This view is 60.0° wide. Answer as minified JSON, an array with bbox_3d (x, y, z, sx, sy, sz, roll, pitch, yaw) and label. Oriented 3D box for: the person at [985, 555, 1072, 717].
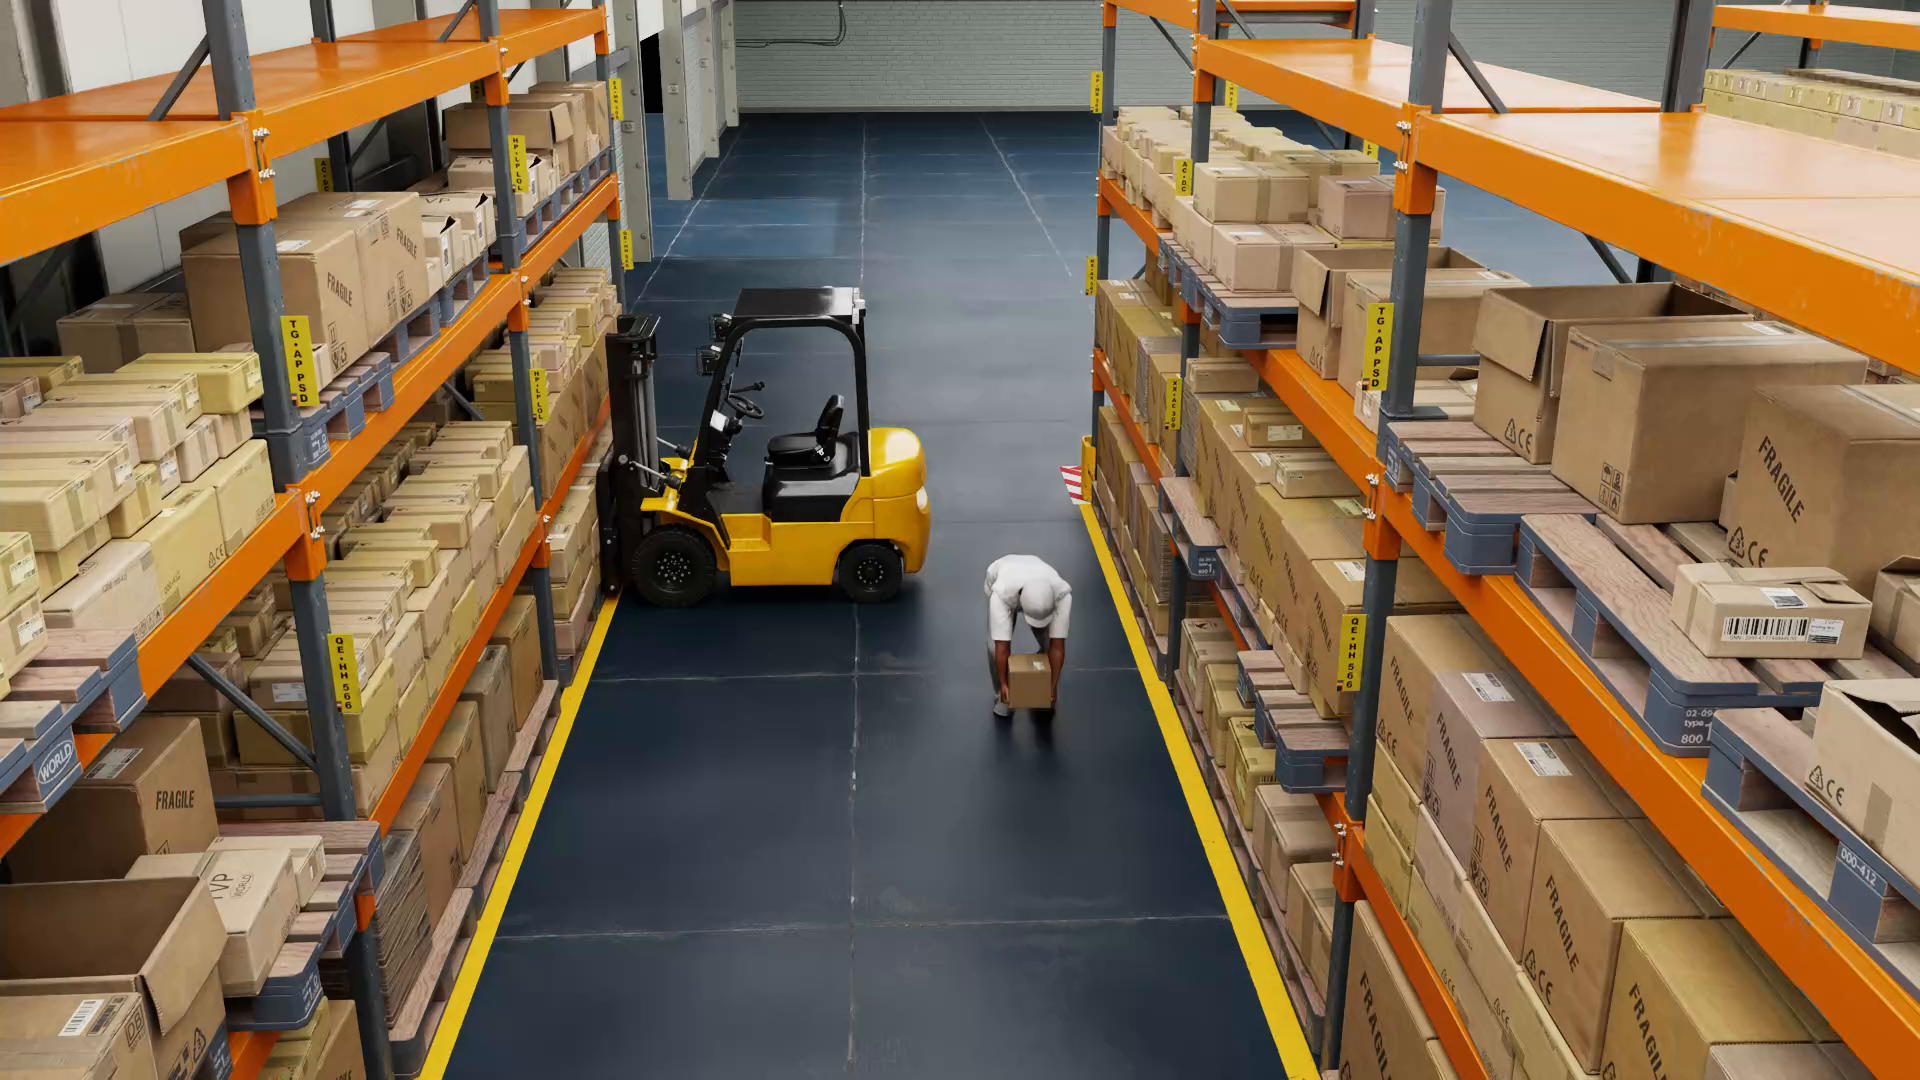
[{"bbox_3d":[0.421,0.617,10.353,0.508,1.084,0.966,-2,20,-6],"label":"person"}]
